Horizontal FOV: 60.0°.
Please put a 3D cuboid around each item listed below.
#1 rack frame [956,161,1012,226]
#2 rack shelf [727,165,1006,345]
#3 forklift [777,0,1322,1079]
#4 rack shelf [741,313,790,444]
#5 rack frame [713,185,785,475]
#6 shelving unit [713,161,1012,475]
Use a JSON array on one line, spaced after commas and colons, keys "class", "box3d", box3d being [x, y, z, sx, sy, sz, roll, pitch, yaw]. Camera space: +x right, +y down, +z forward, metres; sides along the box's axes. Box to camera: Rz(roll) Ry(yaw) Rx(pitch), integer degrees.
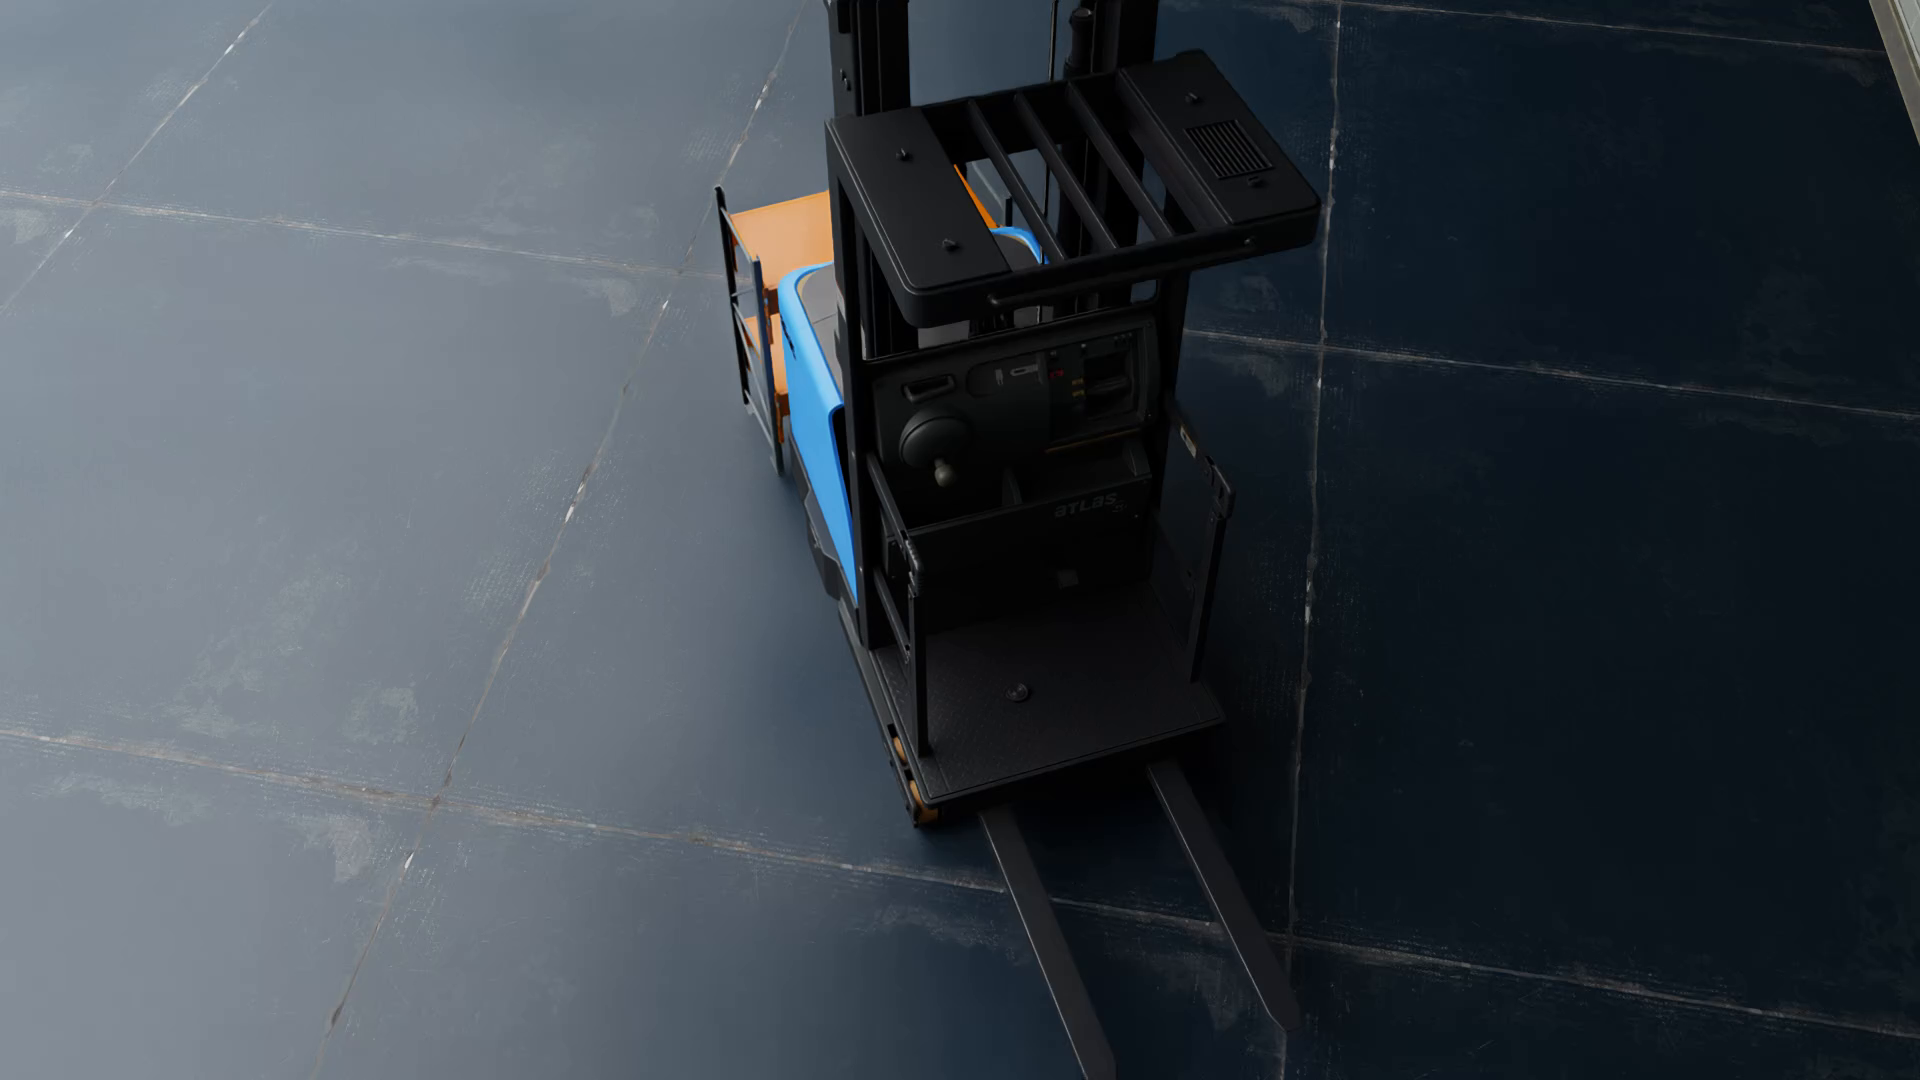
[{"class": "rack frame", "box3d": [0.092, -1.117, 6.969, 0.032, 1.125, 0.500, -17, 50, -15]}, {"class": "rack shelf", "box3d": [-0.377, -1.167, 6.621, 1.000, 0.278, 0.538, -17, 50, -15]}, {"class": "forklift", "box3d": [0.253, -0.333, 5.050, 1.130, 2.935, 3.031, -14, 50, -12]}, {"class": "rack shelf", "box3d": [-0.377, -0.808, 7.020, 1.000, 0.278, 0.538, -17, 50, -15]}, {"class": "rack frame", "box3d": [-0.846, -0.825, 6.707, 0.032, 1.125, 0.500, -17, 50, -15]}, {"class": "shelving unit", "box3d": [-0.377, -0.971, 6.838, 1.048, 1.125, 0.538, -17, 50, -15]}]
